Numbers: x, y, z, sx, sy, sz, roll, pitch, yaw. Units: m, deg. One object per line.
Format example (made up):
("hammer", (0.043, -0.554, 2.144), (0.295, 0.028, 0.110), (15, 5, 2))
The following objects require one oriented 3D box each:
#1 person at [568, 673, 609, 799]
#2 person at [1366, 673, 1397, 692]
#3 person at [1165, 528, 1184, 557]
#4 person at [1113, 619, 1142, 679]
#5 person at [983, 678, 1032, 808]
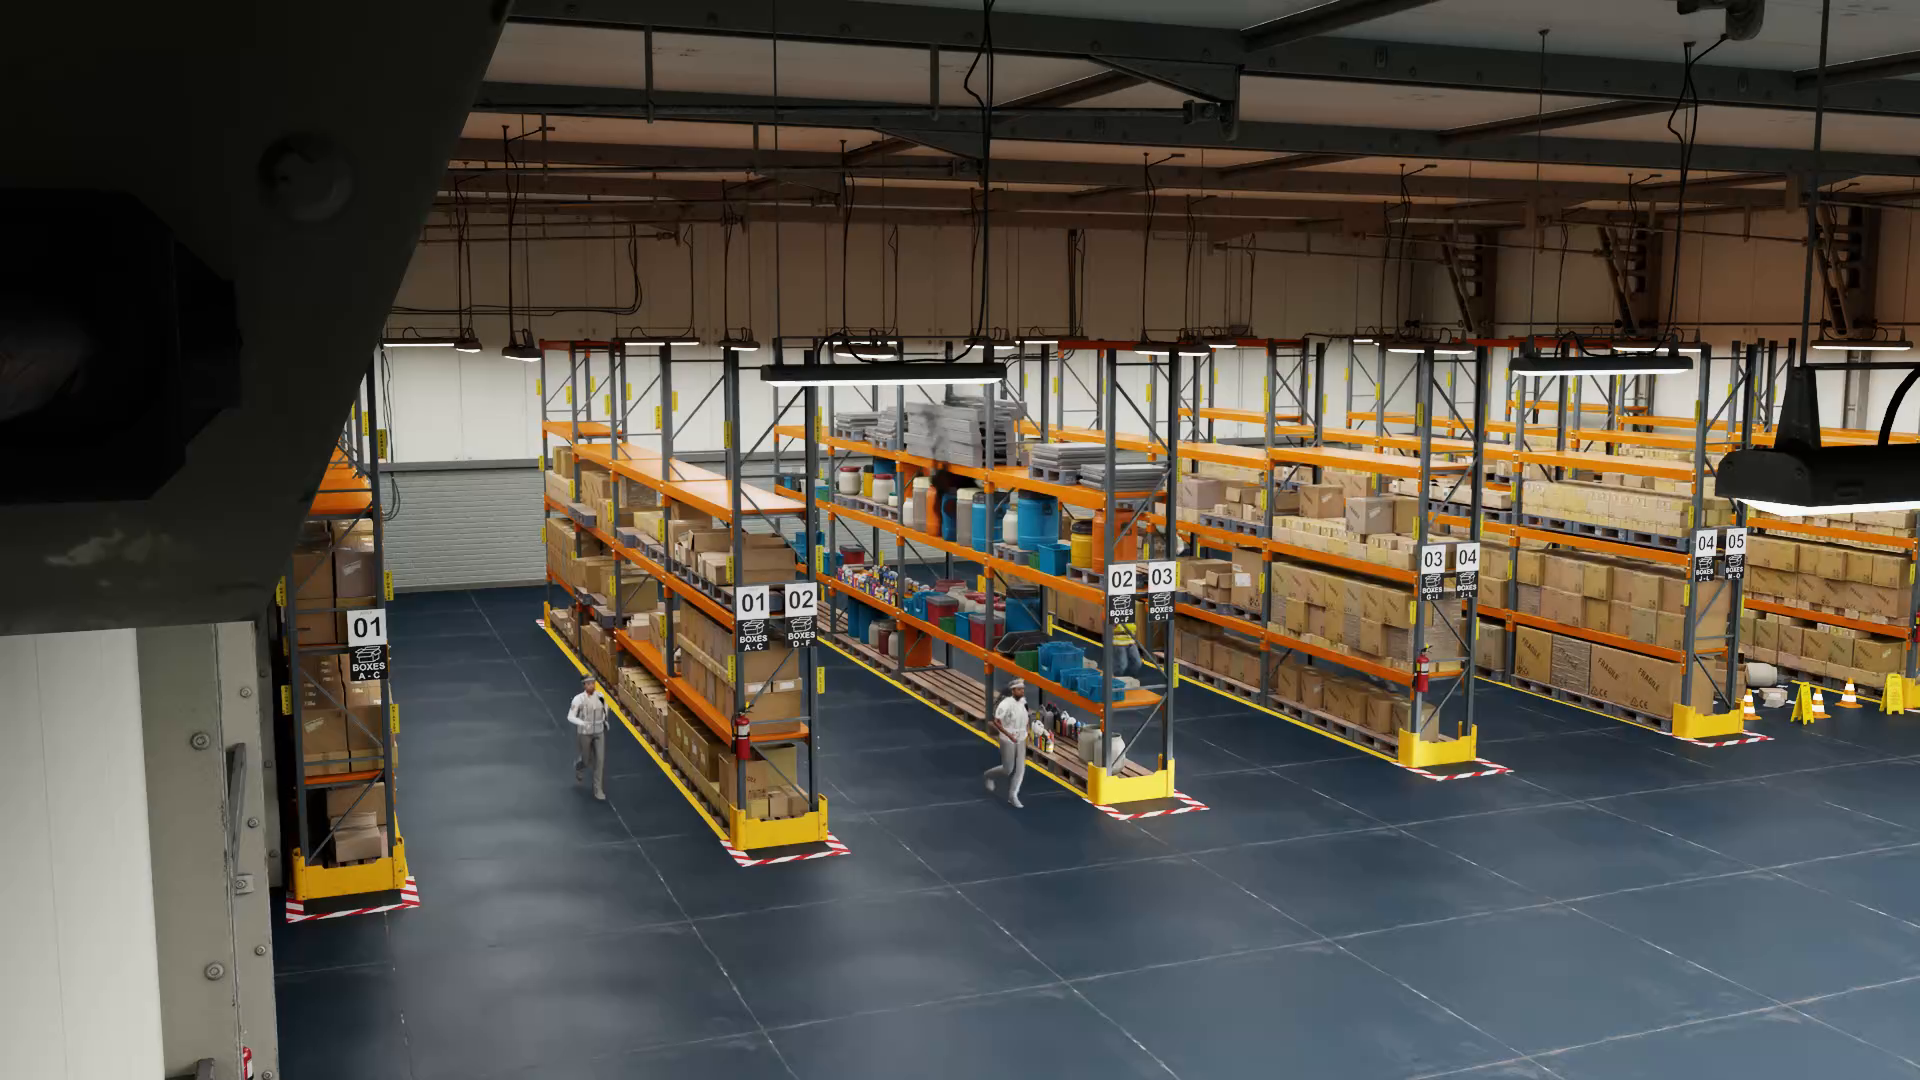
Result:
("person", (-4.954, 2.591, 22.348), (0.618, 1.669, 0.890), (-5, 9, -32))
("person", (7.436, 1.685, 29.050), (0.671, 1.811, 0.865), (-4, 8, -27))
("person", (4.758, 0.511, 38.000), (0.713, 1.825, 0.913), (-3, 8, -21))
("person", (2.838, 1.792, 28.296), (0.677, 1.772, 0.649), (-5, 9, -31))
("person", (0.703, 2.652, 22.123), (0.610, 1.683, 0.739), (-6, 9, -37))
